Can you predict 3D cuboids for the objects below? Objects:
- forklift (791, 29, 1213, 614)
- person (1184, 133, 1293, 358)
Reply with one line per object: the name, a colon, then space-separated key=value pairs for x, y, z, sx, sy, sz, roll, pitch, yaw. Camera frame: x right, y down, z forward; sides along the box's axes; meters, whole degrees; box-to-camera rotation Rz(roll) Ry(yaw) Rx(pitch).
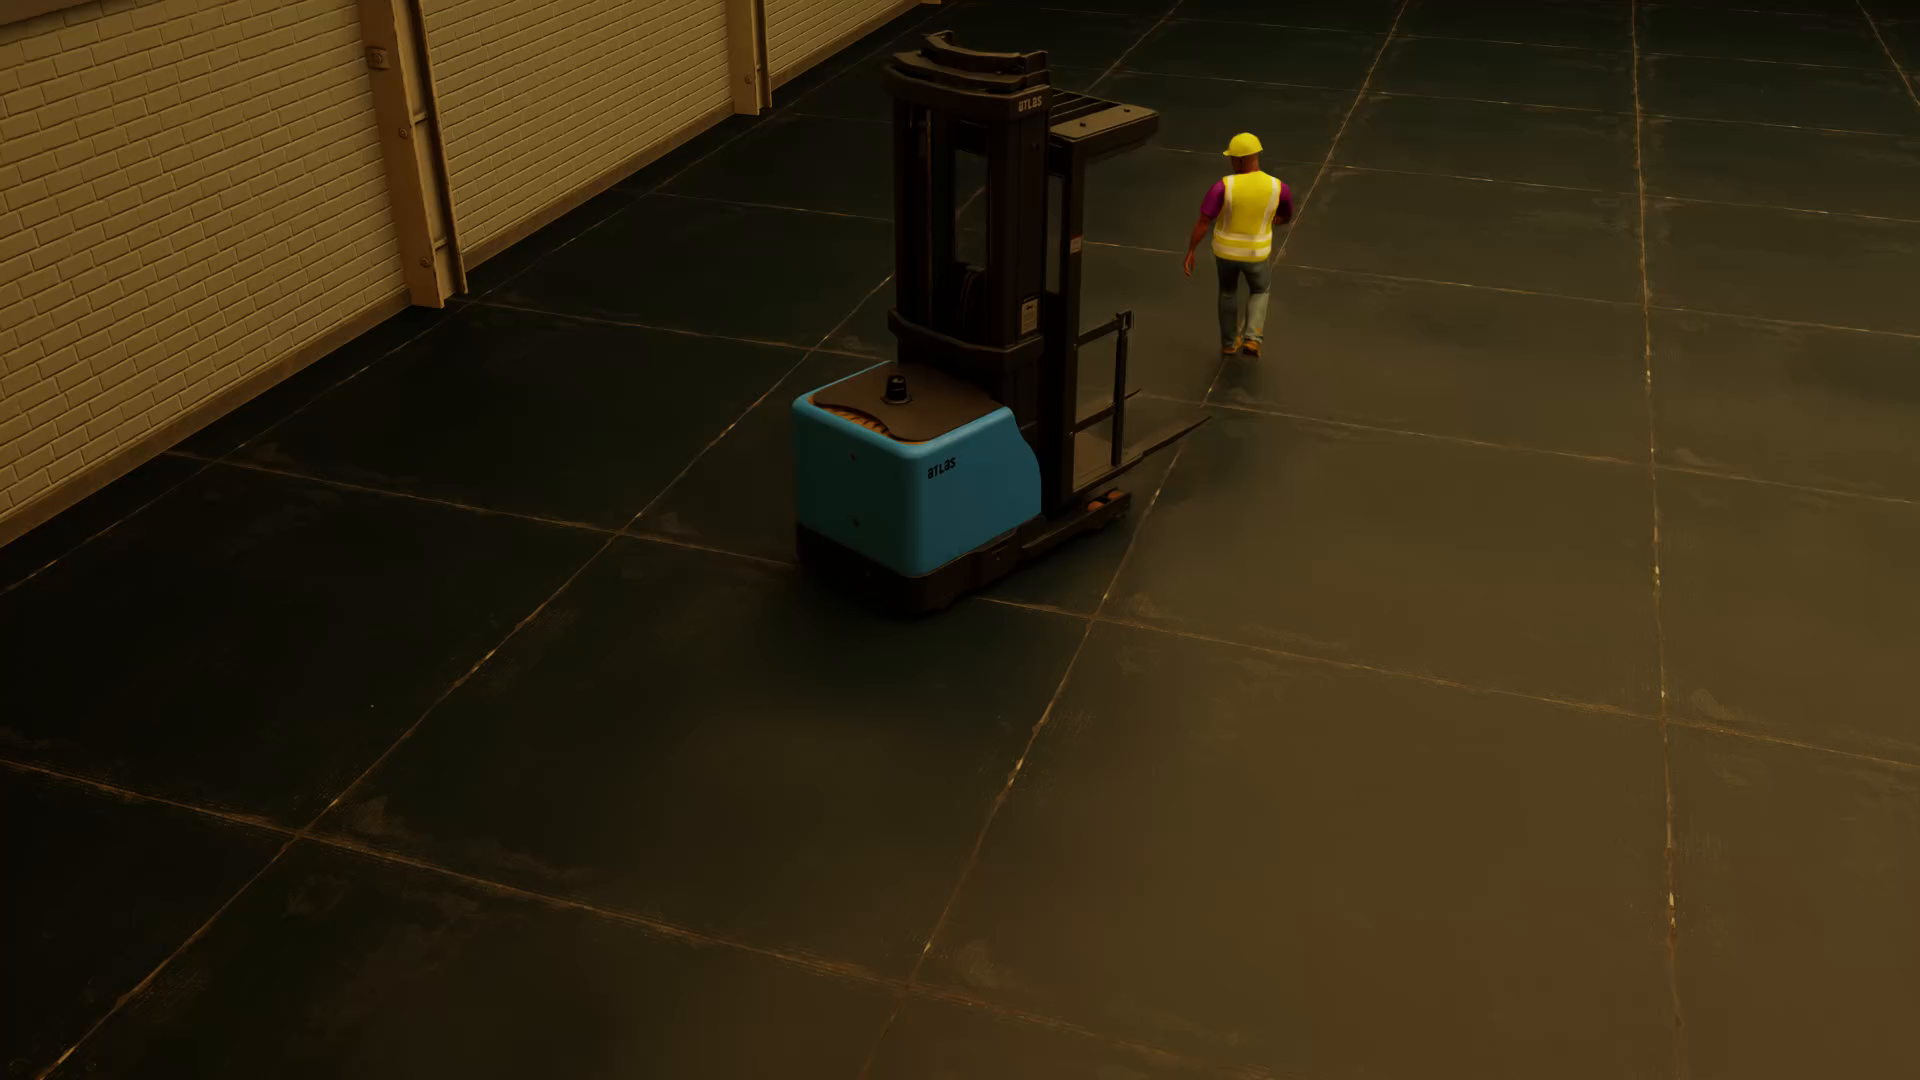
forklift: x=0.414 y=-1.498 z=9.765 sx=1.130 sy=2.935 sz=3.031 roll=25 pitch=38 yaw=37
person: x=2.028 y=-2.133 z=12.119 sx=0.729 sy=1.709 sz=0.625 roll=7 pitch=30 yaw=12
